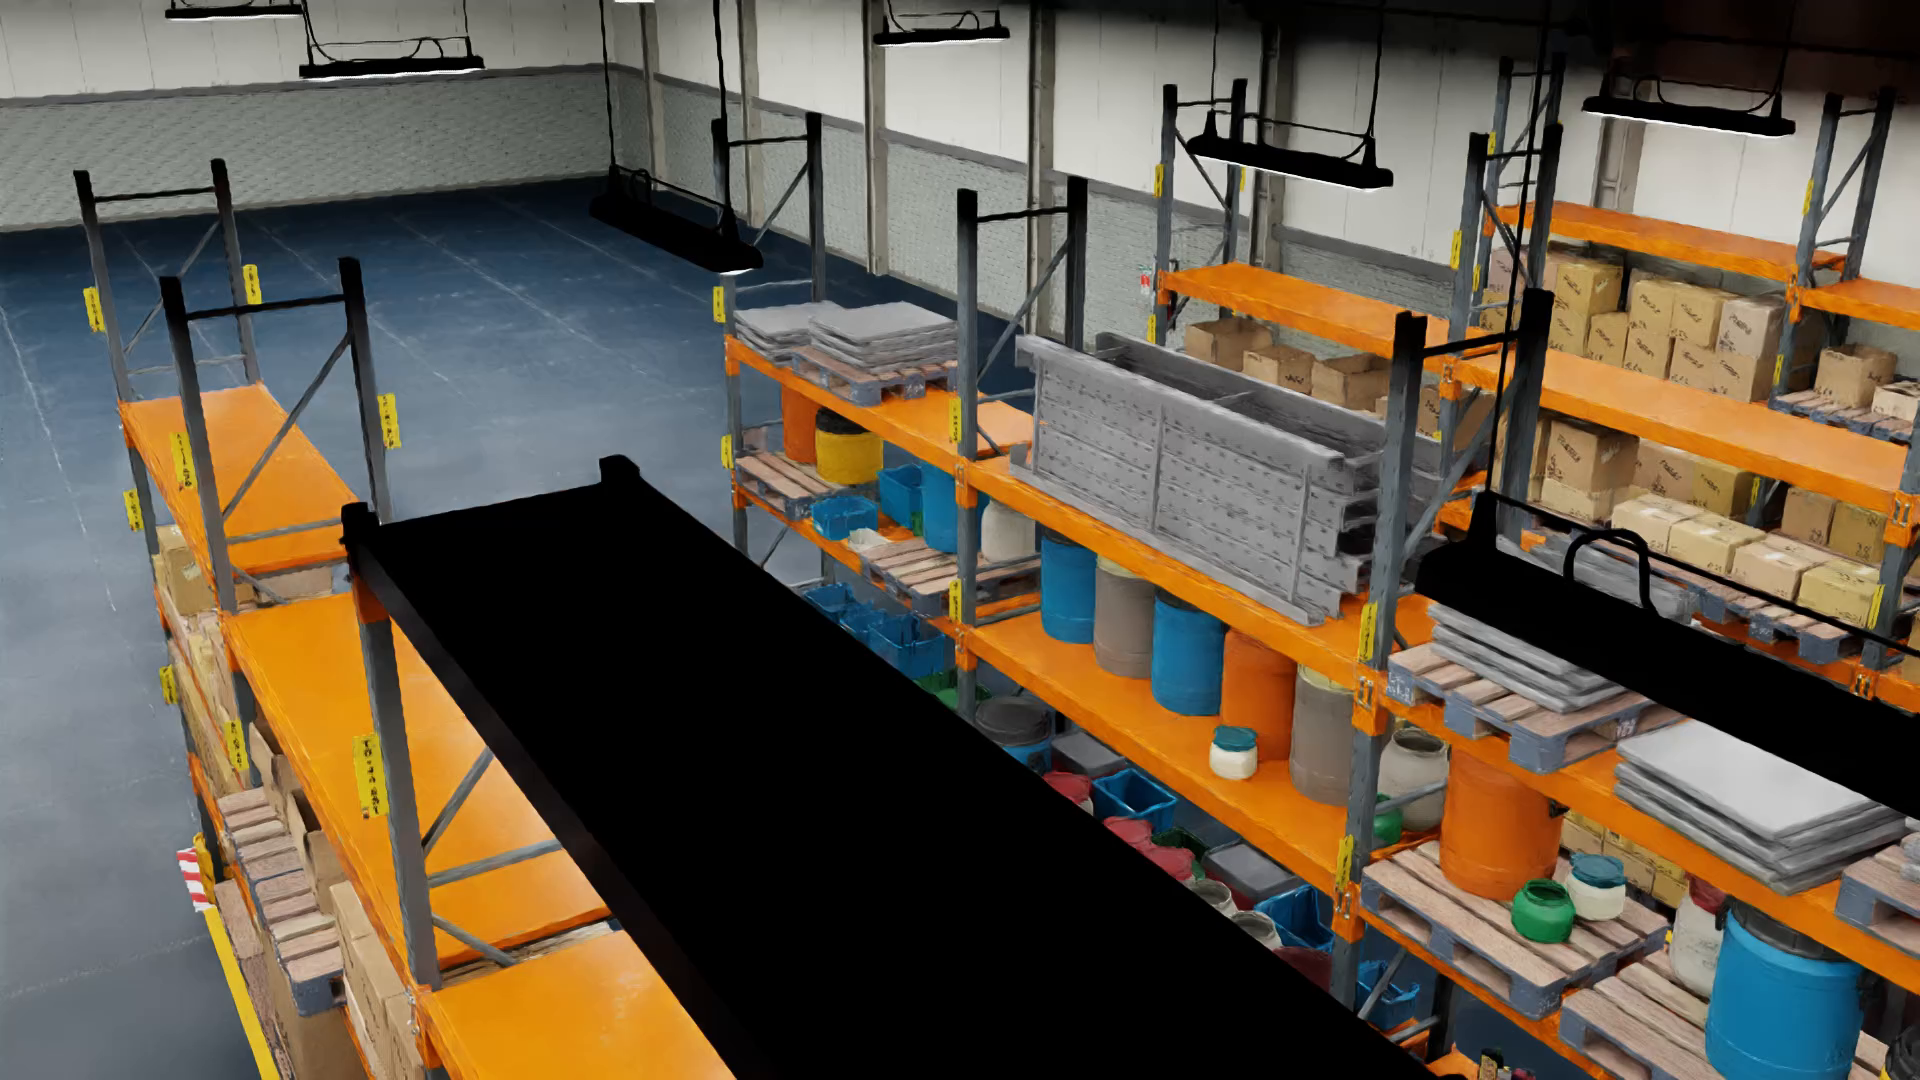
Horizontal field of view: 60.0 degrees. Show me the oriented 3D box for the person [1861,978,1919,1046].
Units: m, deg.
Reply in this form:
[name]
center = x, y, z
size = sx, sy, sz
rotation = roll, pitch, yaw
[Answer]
[person]
center = 6.040, 3.254, 10.841
size = 0.644, 1.790, 0.518
rotation = 16, 27, 34
